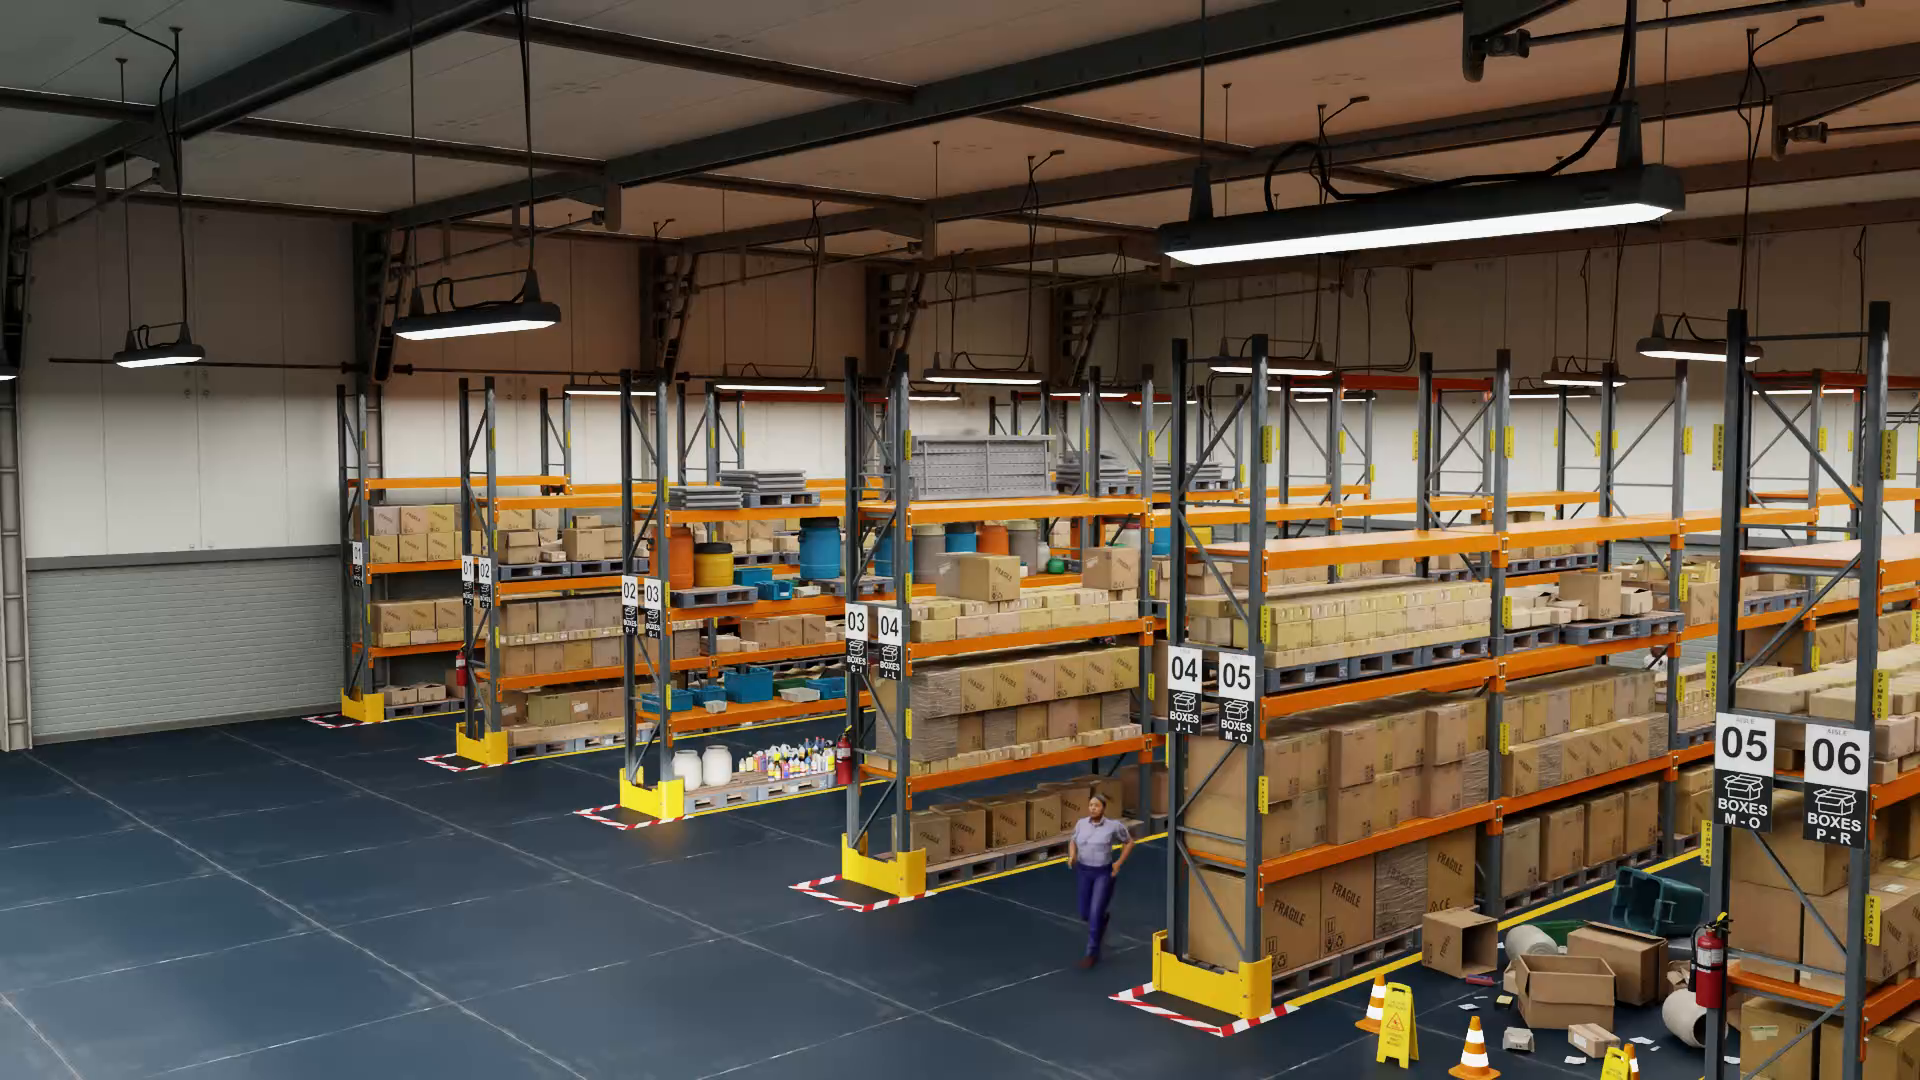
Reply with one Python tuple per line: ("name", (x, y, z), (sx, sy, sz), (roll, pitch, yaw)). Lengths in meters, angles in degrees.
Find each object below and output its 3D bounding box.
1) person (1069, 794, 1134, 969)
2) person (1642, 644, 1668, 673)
("person", (1.359, 3.306, 16.294), (0.634, 1.656, 0.802), (2, 4, 26))
("person", (11.616, 2.515, 27.693), (0.579, 1.759, 0.739), (3, 5, 34))
